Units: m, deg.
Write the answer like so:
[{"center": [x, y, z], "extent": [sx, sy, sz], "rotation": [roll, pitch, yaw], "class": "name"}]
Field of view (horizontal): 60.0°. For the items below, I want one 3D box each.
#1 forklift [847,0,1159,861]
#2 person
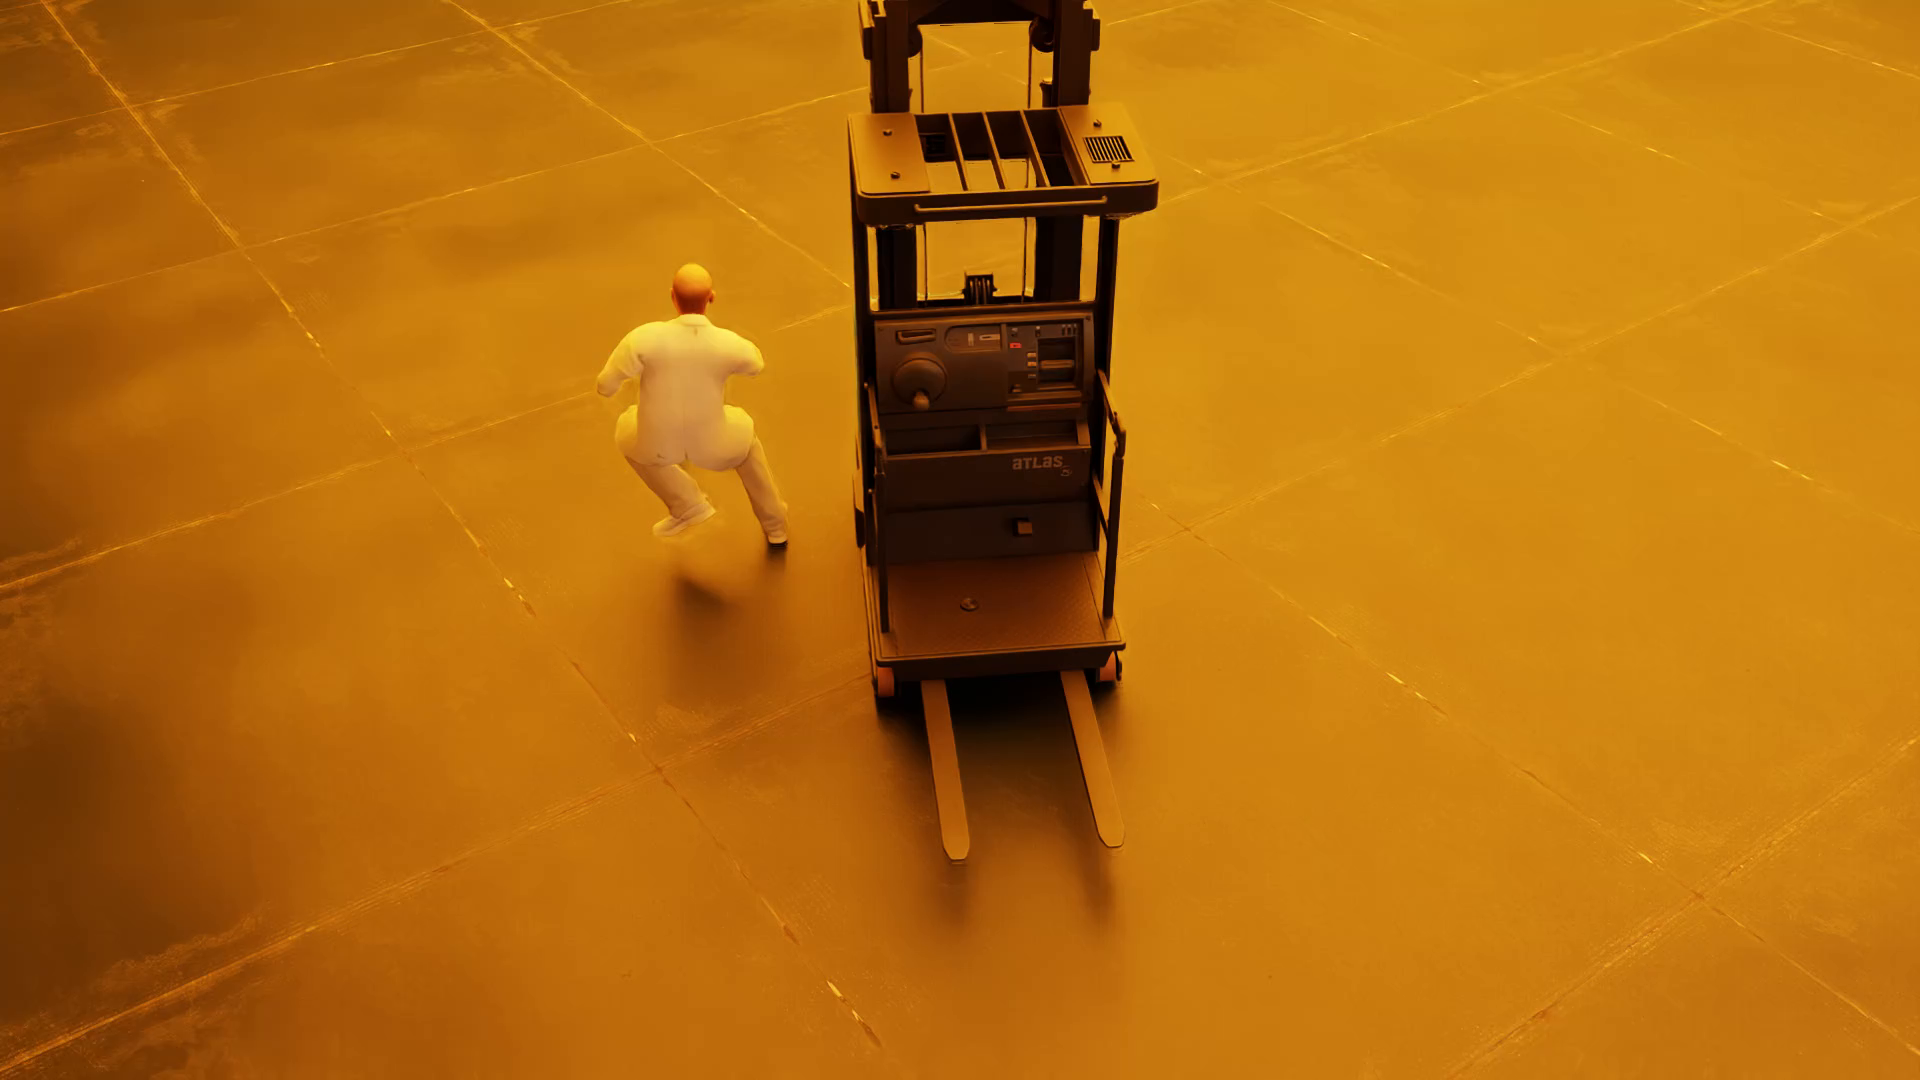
[{"center": [0.132, -0.687, 6.874], "extent": [1.130, 2.935, 3.031], "rotation": [-4, 37, -5], "class": "forklift"}, {"center": [-1.292, -0.662, 7.968], "extent": [0.854, 1.599, 0.757], "rotation": [-7, 37, -10], "class": "person"}]
